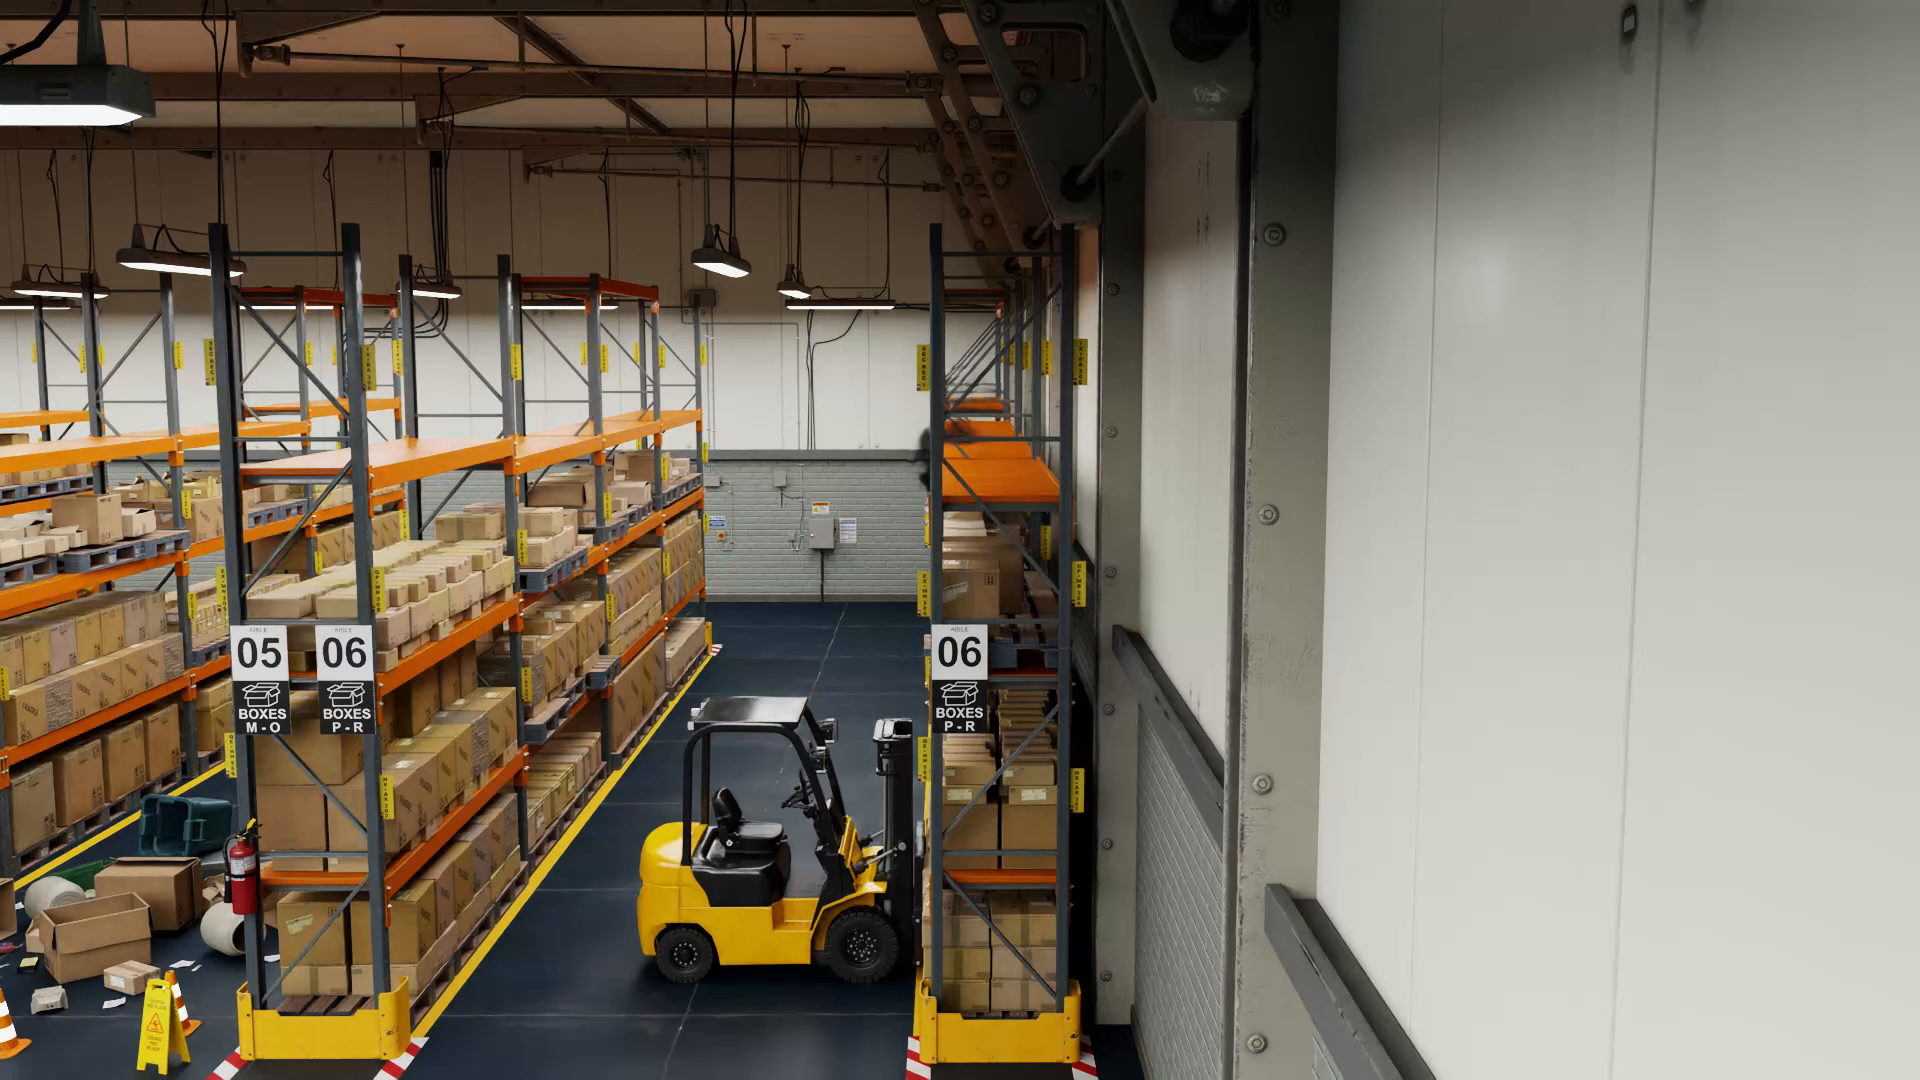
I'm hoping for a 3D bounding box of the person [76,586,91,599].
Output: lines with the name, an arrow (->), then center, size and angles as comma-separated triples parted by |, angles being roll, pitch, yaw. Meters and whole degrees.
person -> -12.879, 1.455, 24.617 | 0.684, 1.716, 0.669 | 0, 7, -4
